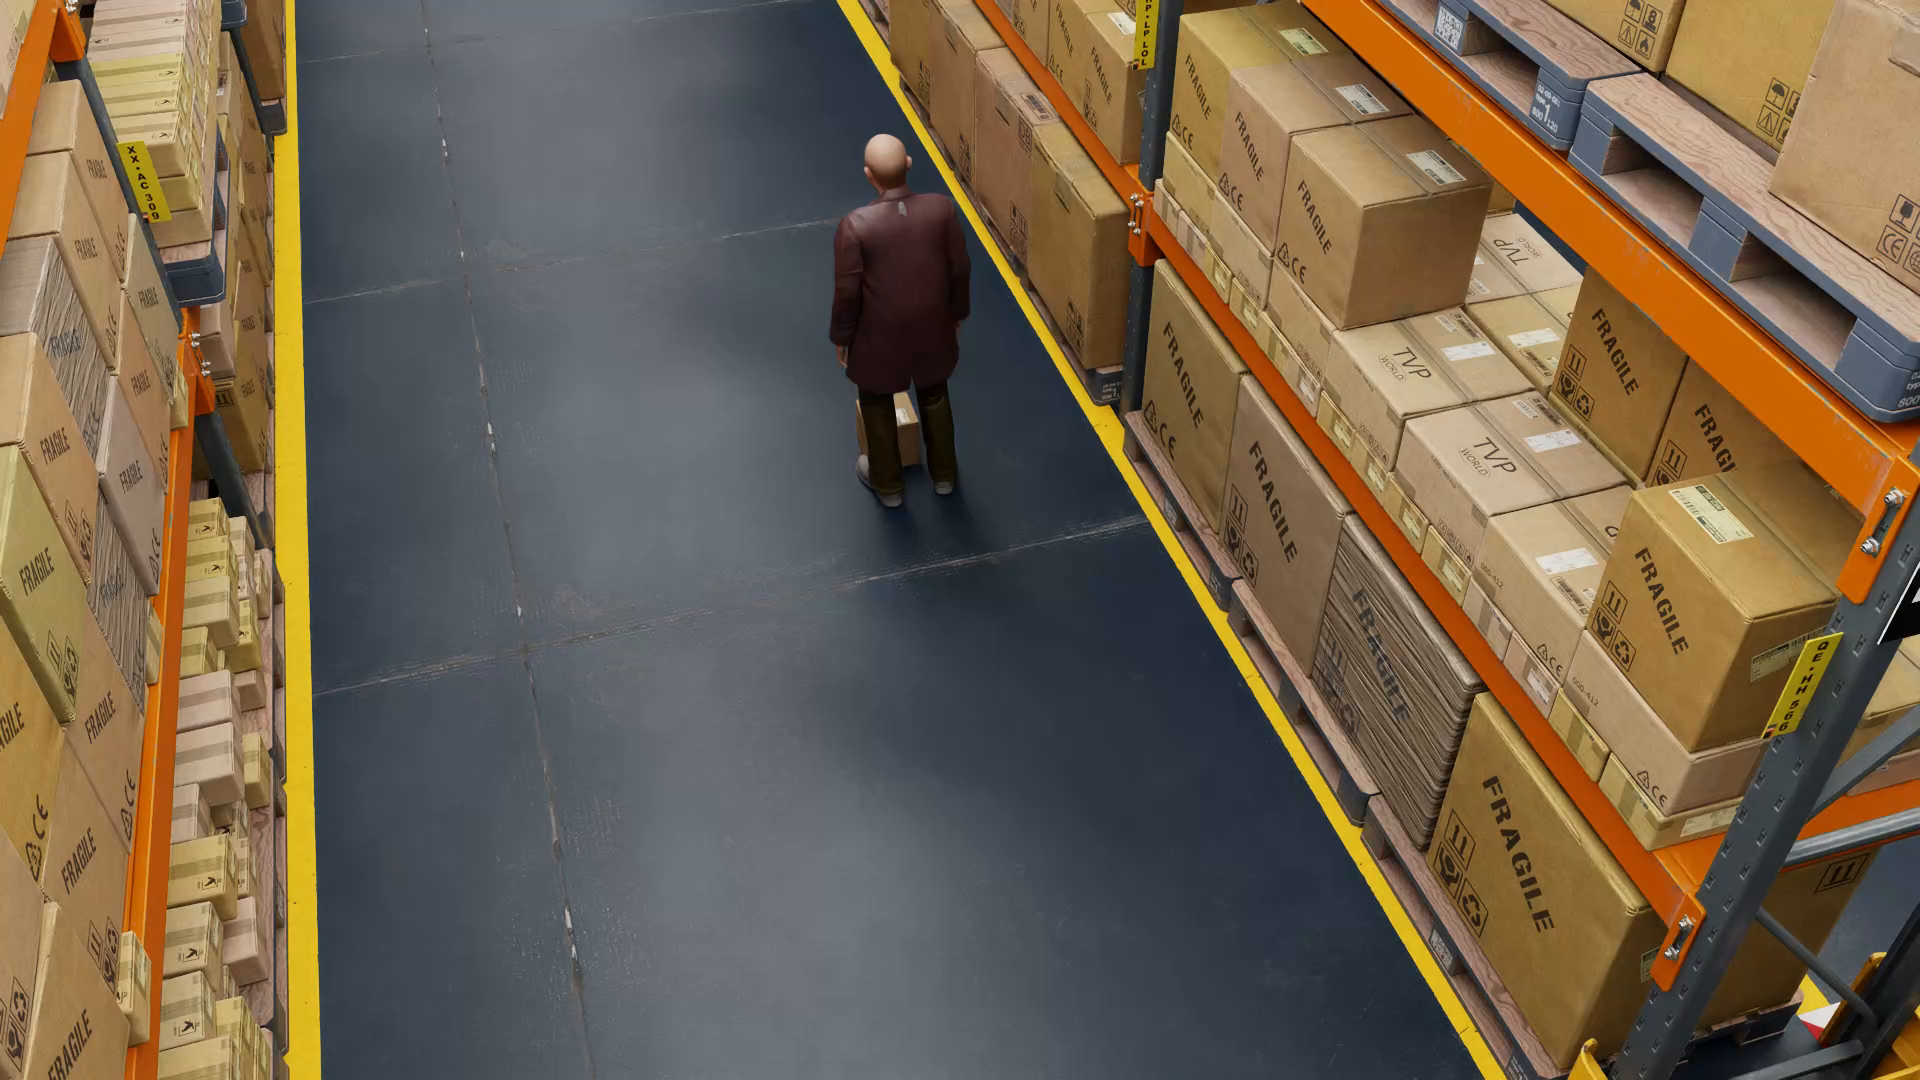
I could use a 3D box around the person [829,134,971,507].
[{"bbox_3d":[-0.261,-0.924,7.210,0.640,1.772,0.428,-14,43,-15],"label":"person"}]
